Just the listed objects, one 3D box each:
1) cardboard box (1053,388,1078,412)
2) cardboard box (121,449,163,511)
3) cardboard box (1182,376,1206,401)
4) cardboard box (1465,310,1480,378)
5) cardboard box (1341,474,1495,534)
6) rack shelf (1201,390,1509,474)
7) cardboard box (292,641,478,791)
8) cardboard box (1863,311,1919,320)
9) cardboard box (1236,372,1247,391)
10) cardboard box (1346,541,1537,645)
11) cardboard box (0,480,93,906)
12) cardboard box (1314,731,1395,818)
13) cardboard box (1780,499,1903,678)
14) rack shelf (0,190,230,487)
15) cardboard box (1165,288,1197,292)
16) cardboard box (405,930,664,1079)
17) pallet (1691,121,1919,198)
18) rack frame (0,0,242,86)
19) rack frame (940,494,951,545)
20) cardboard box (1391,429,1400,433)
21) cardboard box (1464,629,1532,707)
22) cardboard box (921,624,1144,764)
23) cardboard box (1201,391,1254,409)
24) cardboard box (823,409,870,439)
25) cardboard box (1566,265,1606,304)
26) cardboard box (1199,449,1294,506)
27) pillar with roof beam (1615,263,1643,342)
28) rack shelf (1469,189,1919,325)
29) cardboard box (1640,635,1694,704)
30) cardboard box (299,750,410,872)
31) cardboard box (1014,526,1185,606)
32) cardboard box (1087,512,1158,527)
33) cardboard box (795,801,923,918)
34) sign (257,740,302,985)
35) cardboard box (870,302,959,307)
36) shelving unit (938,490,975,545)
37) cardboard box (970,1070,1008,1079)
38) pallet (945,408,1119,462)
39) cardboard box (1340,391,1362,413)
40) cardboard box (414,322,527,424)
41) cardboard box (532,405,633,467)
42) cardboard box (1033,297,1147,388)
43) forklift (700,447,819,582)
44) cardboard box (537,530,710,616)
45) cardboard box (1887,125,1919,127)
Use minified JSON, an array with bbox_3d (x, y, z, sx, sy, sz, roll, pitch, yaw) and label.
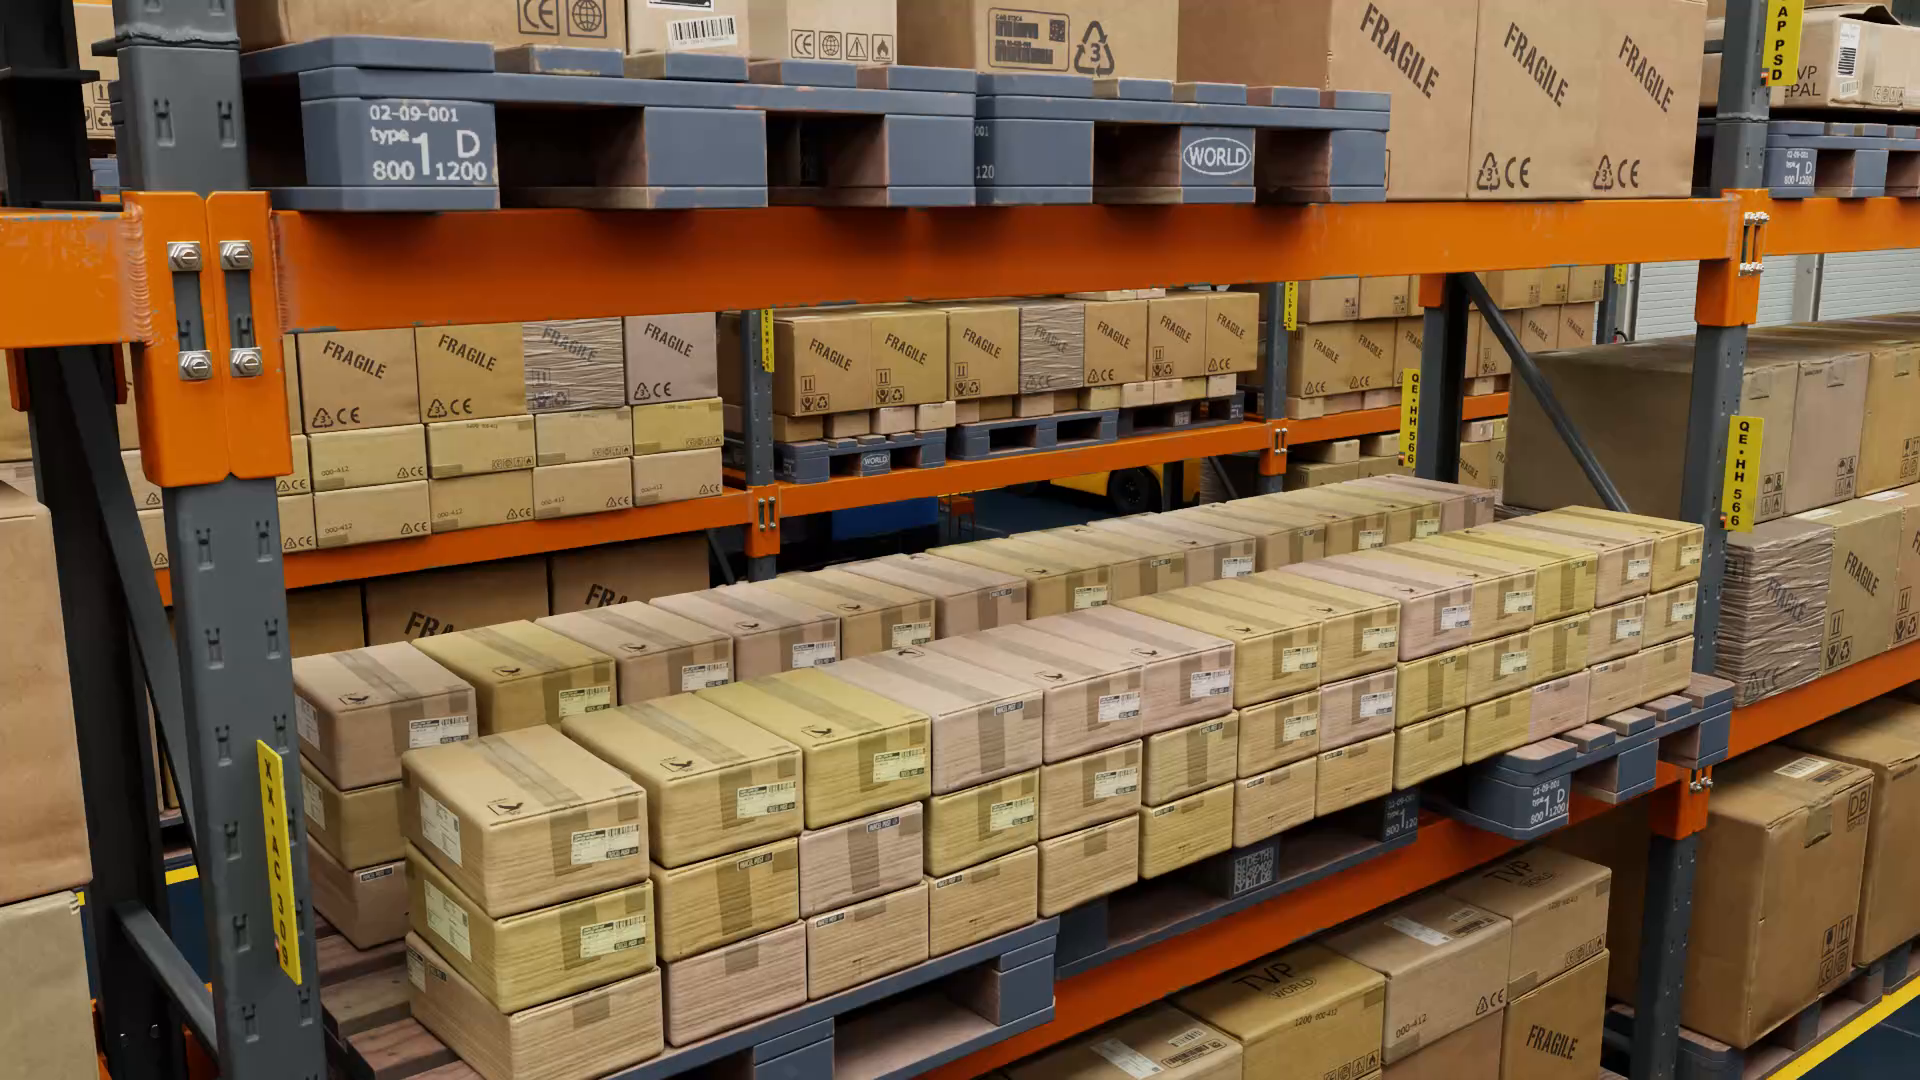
[{"bbox_3d":[0.499,-0.877,10.131,0.250,0.149,0.380,-10,16,-40],"label":"cardboard box"},{"bbox_3d":[-3.534,-0.270,6.837,0.500,0.250,0.500,-9,15,-37],"label":"cardboard box"},{"bbox_3d":[1.358,-0.993,10.678,0.250,0.149,0.380,-10,16,-39],"label":"cardboard box"},{"bbox_3d":[3.481,-1.461,12.329,0.500,0.500,0.500,-9,15,-37],"label":"cardboard box"},{"bbox_3d":[1.366,-0.089,4.989,0.250,0.149,0.380,-9,15,-38],"label":"cardboard box"},{"bbox_3d":[3.366,-0.961,12.666,4.000,0.370,1.077,-9,15,-38],"label":"rack shelf"},{"bbox_3d":[-1.080,0.317,3.076,0.250,0.149,0.380,-9,15,-35],"label":"cardboard box"},{"bbox_3d":[4.191,-0.669,6.911,0.500,0.500,0.700,-10,15,-39],"label":"cardboard box"},{"bbox_3d":[1.996,-1.346,11.789,0.500,0.500,0.500,-10,16,-39],"label":"cardboard box"},{"bbox_3d":[1.147,0.121,3.998,0.250,0.149,0.380,-9,15,-36],"label":"cardboard box"},{"bbox_3d":[-1.470,0.196,2.122,0.500,0.500,0.500,-10,16,-40],"label":"cardboard box"},{"bbox_3d":[0.749,0.477,3.755,0.250,0.149,0.380,-9,15,-36],"label":"cardboard box"},{"bbox_3d":[2.766,0.125,5.576,0.500,0.500,0.500,-10,15,-38],"label":"cardboard box"},{"bbox_3d":[-2.833,-0.082,1.302,4.000,0.370,1.077,-9,15,-38],"label":"rack shelf"},{"bbox_3d":[1.259,-1.439,11.216,0.500,0.500,0.500,-9,15,-36],"label":"cardboard box"},{"bbox_3d":[-0.677,0.715,2.633,0.250,0.149,0.380,-10,16,-40],"label":"cardboard box"},{"bbox_3d":[2.321,-1.212,5.347,1.003,0.211,1.213,-9,15,-35],"label":"pallet"},{"bbox_3d":[-1.272,-2.160,2.138,0.127,3.000,1.000,-9,15,-38],"label":"rack frame"},{"bbox_3d":[-0.137,-0.491,13.412,0.008,1.050,0.200,-9,15,-38],"label":"rack frame"},{"bbox_3d":[3.177,-0.740,12.132,0.250,0.149,0.380,-8,15,-34],"label":"cardboard box"},{"bbox_3d":[1.144,0.267,4.027,0.250,0.149,0.380,-9,15,-38],"label":"cardboard box"},{"bbox_3d":[0.135,0.289,3.208,0.250,0.149,0.380,-10,15,-38],"label":"cardboard box"},{"bbox_3d":[1.864,-1.022,11.824,0.250,0.149,0.380,-10,15,-38],"label":"cardboard box"},{"bbox_3d":[-0.708,-0.660,9.110,0.250,0.149,0.380,-11,16,-41],"label":"cardboard box"},{"bbox_3d":[4.665,-2.154,13.189,0.500,0.500,0.700,-10,16,-39],"label":"cardboard box"},{"bbox_3d":[2.098,-0.401,12.099,0.500,0.500,0.500,-10,15,-38],"label":"cardboard box"},{"bbox_3d":[12.777,-6.226,21.287,0.400,9.000,9.100,-9,15,-38],"label":"pillar with roof beam"},{"bbox_3d":[3.413,-1.120,6.190,4.000,0.370,1.077,-9,15,-38],"label":"rack shelf"},{"bbox_3d":[1.754,0.311,4.535,0.250,0.149,0.380,-9,15,-37],"label":"cardboard box"},{"bbox_3d":[-1.084,0.463,3.106,0.250,0.149,0.380,-9,15,-36],"label":"cardboard box"},{"bbox_3d":[0.345,0.081,4.187,0.250,0.149,0.380,-9,15,-36],"label":"cardboard box"},{"bbox_3d":[1.396,0.095,11.276,0.625,0.372,0.950,-9,15,-37],"label":"cardboard box"},{"bbox_3d":[-0.274,0.502,2.920,0.250,0.149,0.380,-9,15,-36],"label":"cardboard box"},{"bbox_3d":[-0.927,0.438,2.261,0.005,0.325,0.100,-9,15,-38],"label":"sign"},{"bbox_3d":[-0.348,-1.173,9.963,0.500,0.500,0.500,-11,16,-41],"label":"cardboard box"},{"bbox_3d":[-0.042,-0.507,13.487,0.252,1.050,0.215,-9,15,-38],"label":"shelving unit"},{"bbox_3d":[-0.115,1.302,3.476,0.500,0.250,0.500,-9,15,-36],"label":"cardboard box"},{"bbox_3d":[0.201,-0.704,10.185,1.213,0.211,1.003,-9,15,-38],"label":"pallet"},{"bbox_3d":[2.604,-1.000,11.722,0.250,0.149,0.380,-10,15,-38],"label":"cardboard box"},{"bbox_3d":[-2.347,-0.832,7.676,0.500,0.500,0.500,-9,15,-38],"label":"cardboard box"},{"bbox_3d":[-1.937,-0.534,8.082,0.500,0.250,0.500,-10,16,-39],"label":"cardboard box"},{"bbox_3d":[0.793,-1.226,10.211,0.500,0.500,0.500,-9,15,-36],"label":"cardboard box"},{"bbox_3d":[-1.604,-1.147,11.976,3.031,2.935,1.121,-10,16,-40],"label":"forklift"},{"bbox_3d":[-1.911,0.376,8.743,0.875,0.875,0.875,-10,15,-38],"label":"cardboard box"},{"bbox_3d":[3.718,-1.723,6.652,0.250,0.149,0.380,-9,15,-38],"label":"cardboard box"}]
